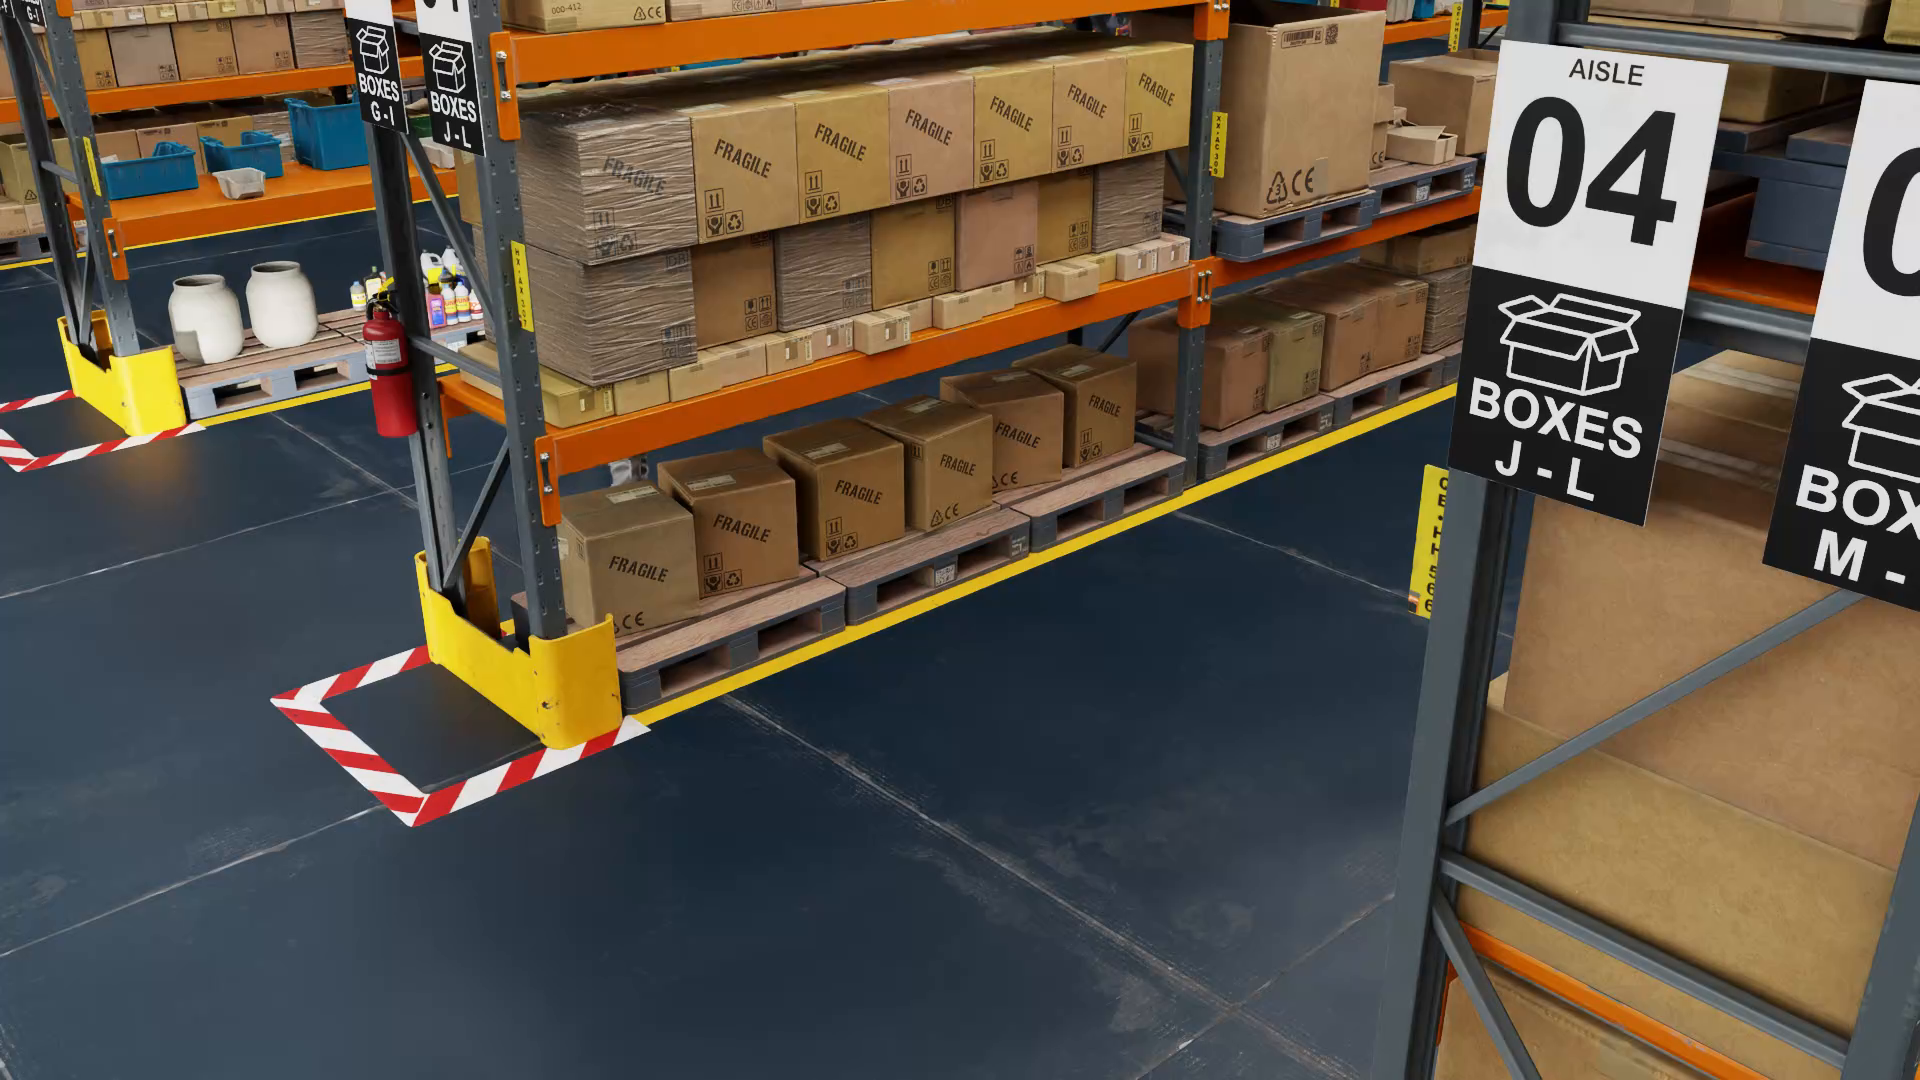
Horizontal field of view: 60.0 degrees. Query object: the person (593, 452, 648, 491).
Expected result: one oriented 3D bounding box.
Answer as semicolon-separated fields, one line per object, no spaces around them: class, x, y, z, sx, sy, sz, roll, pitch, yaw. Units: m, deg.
person;-1.863;-0.977;8.722;0.446;1.771;0.605;-7;25;-16
